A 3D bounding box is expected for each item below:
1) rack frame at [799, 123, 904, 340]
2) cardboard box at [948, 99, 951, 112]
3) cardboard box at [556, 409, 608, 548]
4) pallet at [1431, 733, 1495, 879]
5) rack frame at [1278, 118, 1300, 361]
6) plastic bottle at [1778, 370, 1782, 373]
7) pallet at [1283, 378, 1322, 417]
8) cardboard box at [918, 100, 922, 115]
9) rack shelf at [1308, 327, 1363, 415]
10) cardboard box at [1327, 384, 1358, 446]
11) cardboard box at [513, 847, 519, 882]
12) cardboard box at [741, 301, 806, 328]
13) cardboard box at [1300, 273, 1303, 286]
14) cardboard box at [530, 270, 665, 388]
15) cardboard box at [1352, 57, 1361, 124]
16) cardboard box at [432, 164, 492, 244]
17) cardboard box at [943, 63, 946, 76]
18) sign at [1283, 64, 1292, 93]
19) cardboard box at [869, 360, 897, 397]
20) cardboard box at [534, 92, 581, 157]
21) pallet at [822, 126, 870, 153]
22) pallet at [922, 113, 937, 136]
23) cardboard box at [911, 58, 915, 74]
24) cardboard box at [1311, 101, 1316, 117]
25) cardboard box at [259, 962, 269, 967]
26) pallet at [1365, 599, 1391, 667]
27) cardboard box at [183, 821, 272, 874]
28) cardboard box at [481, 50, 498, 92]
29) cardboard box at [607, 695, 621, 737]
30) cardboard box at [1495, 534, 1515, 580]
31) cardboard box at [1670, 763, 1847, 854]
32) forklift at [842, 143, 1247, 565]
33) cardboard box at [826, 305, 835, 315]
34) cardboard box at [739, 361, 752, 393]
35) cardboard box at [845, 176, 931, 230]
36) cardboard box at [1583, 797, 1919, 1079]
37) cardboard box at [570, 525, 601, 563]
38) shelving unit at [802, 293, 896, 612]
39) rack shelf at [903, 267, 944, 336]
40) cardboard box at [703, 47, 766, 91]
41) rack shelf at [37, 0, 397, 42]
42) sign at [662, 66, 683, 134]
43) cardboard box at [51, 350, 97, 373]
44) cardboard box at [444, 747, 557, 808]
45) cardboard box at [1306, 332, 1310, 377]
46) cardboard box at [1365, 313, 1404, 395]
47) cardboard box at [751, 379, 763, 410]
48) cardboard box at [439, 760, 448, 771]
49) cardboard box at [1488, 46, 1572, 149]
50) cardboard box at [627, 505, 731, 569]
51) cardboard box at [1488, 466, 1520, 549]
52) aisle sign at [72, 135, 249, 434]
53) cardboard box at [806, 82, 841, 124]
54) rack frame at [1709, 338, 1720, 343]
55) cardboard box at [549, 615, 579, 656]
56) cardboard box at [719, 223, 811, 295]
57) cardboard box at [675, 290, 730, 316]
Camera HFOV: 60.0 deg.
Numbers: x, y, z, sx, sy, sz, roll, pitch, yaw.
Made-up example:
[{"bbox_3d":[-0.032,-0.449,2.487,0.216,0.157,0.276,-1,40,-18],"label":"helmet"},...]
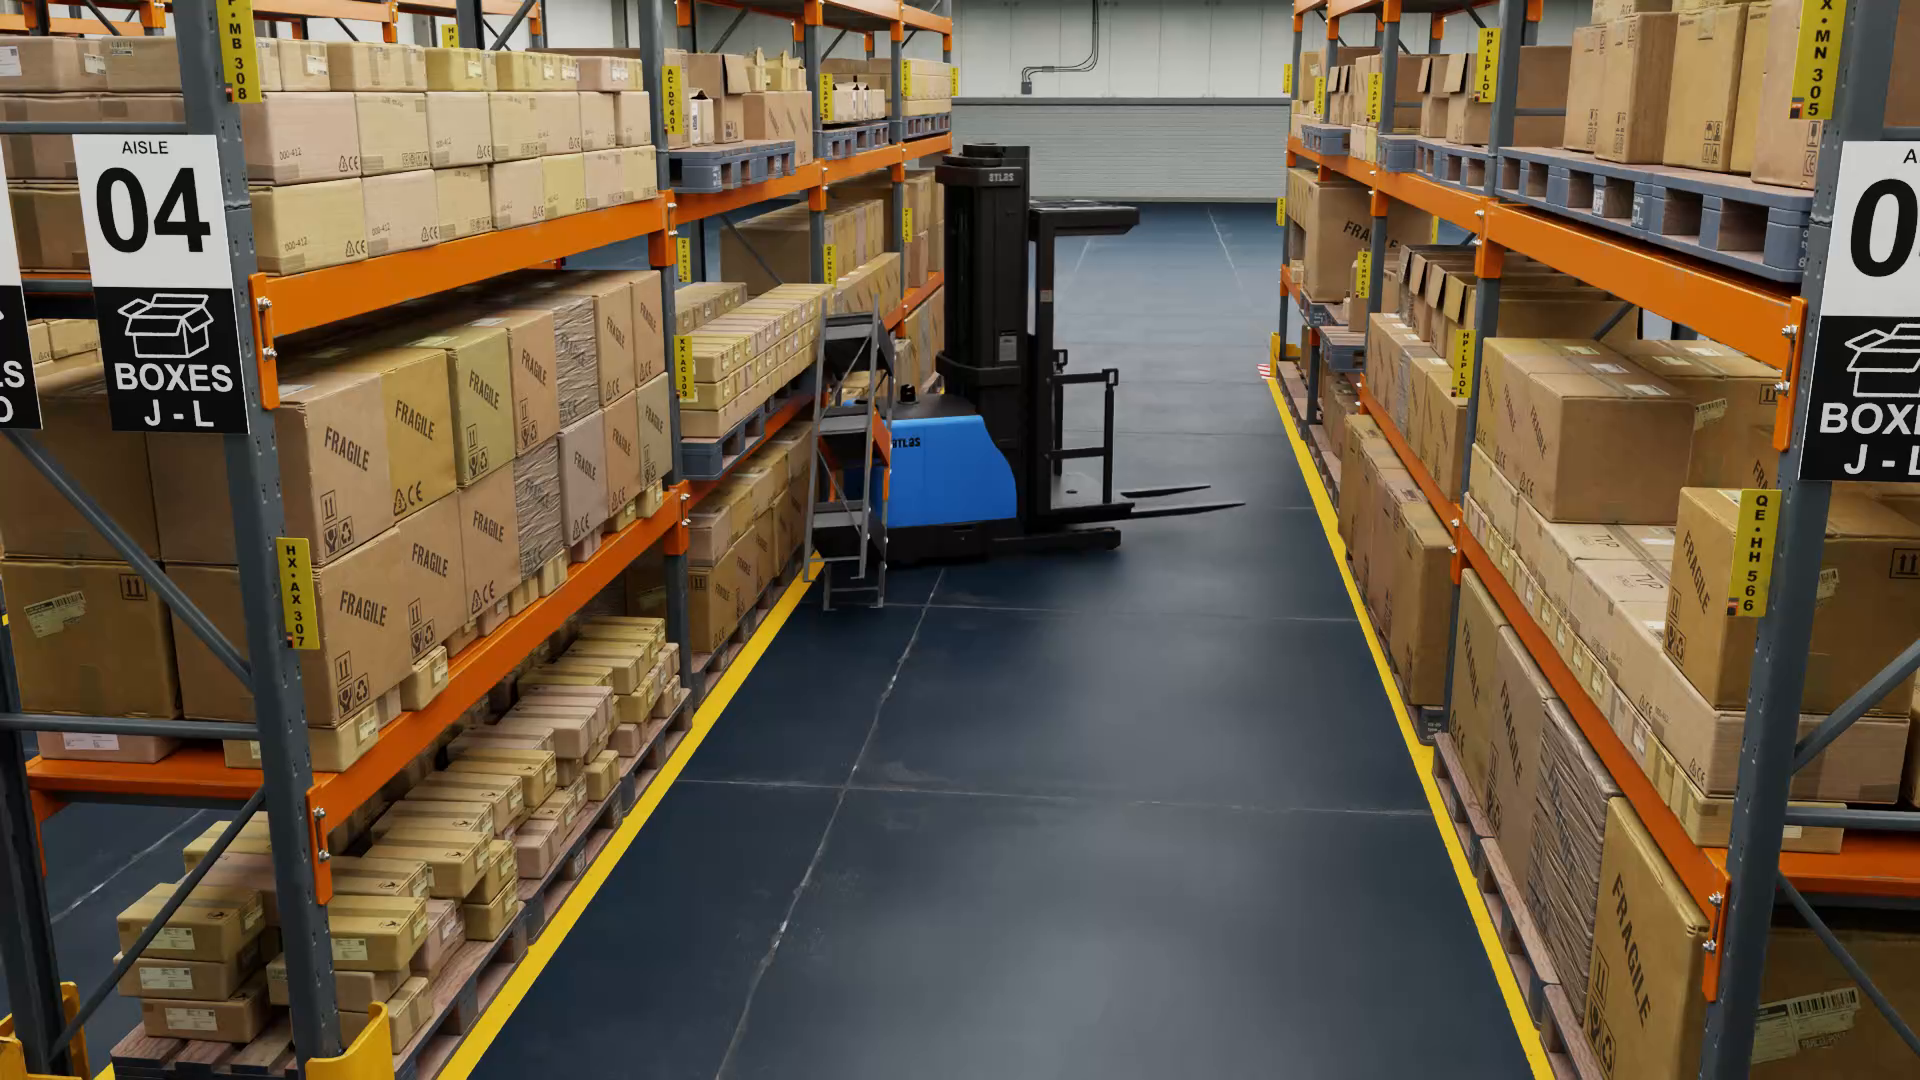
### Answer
[{"bbox_3d":[-1.057,-2.558,16.374,1.000,3.000,0.127,2,15,6],"label":"rack frame"},{"bbox_3d":[-0.306,-5.077,19.429,0.380,0.149,0.250,2,15,6],"label":"cardboard box"},{"bbox_3d":[-1.850,-0.277,7.180,0.500,0.500,0.500,2,15,6],"label":"cardboard box"},{"bbox_3d":[2.794,1.231,7.707,1.003,0.211,1.213,2,15,6],"label":"pallet"},{"bbox_3d":[4.312,-3.423,19.574,1.000,3.000,0.127,2,15,6],"label":"rack frame"},{"bbox_3d":[8.719,-1.711,17.628,0.097,0.271,0.097,0,15,0],"label":"plastic bottle"},{"bbox_3d":[4.036,-1.532,17.923,1.003,0.211,1.213,2,15,6],"label":"pallet"},{"bbox_3d":[-0.592,-4.417,16.988,0.380,0.149,0.250,1,15,5],"label":"cardboard box"},{"bbox_3d":[3.635,-1.519,13.913,1.077,0.370,4.000,2,15,6],"label":"rack shelf"},{"bbox_3d":[3.697,-1.109,14.964,0.700,0.500,0.500,2,15,6],"label":"cardboard box"},{"bbox_3d":[-1.992,1.335,6.636,0.380,0.149,0.250,2,15,6],"label":"cardboard box"},{"bbox_3d":[-1.227,-1.484,10.939,0.380,0.149,0.250,2,15,6],"label":"cardboard box"},{"bbox_3d":[3.776,-2.717,17.445,0.380,0.149,0.250,2,15,6],"label":"cardboard box"},{"bbox_3d":[-1.744,-1.027,8.038,0.500,0.500,0.500,1,15,4],"label":"cardboard box"},{"bbox_3d":[3.332,-3.478,12.882,0.500,0.500,0.500,2,15,7],"label":"cardboard box"},{"bbox_3d":[-1.997,-1.200,5.895,0.500,0.250,0.500,1,15,4],"label":"cardboard box"},{"bbox_3d":[-0.365,-5.329,18.835,0.380,0.149,0.250,2,15,7],"label":"cardboard box"},{"bbox_3d":[3.772,-5.309,19.127,0.100,0.325,0.005,2,15,6],"label":"sign"},{"bbox_3d":[-1.150,-1.261,15.083,1.050,0.750,0.750,2,15,6],"label":"cardboard box"},{"bbox_3d":[-1.883,-1.703,6.795,0.500,0.250,0.500,2,15,9],"label":"cardboard box"},{"bbox_3d":[-1.365,-3.336,13.867,1.003,0.211,1.213,2,15,9],"label":"pallet"},{"bbox_3d":[-0.814,-4.490,17.945,1.003,0.211,1.213,2,15,6],"label":"pallet"},{"bbox_3d":[-0.650,-4.671,16.401,0.380,0.149,0.250,2,15,6],"label":"cardboard box"},{"bbox_3d":[3.679,-4.253,16.420,0.380,0.149,0.250,1,15,5],"label":"cardboard box"},{"bbox_3d":[-2.630,1.516,5.967,0.380,0.149,0.250,2,15,8],"label":"cardboard box"},{"bbox_3d":[3.105,0.516,10.350,1.003,0.211,1.213,2,15,6],"label":"pallet"},{"bbox_3d":[-2.614,1.162,6.136,0.380,0.149,0.250,1,15,5],"label":"cardboard box"},{"bbox_3d":[-1.943,-1.734,6.148,0.380,0.149,0.250,2,15,8],"label":"cardboard box"},{"bbox_3d":[-1.836,0.841,7.893,0.380,0.149,0.250,2,15,7],"label":"cardboard box"},{"bbox_3d":[2.507,0.082,7.092,0.380,0.149,0.250,1,15,5],"label":"cardboard box"},{"bbox_3d":[2.219,0.746,4.637,0.380,0.149,0.250,2,15,7],"label":"cardboard box"},{"bbox_3d":[0.680,-1.442,12.381,3.031,2.935,1.130,-5,16,-18],"label":"forklift"},{"bbox_3d":[-1.111,-1.604,11.953,0.380,0.149,0.250,2,15,7],"label":"cardboard box"},{"bbox_3d":[-1.402,-0.931,9.464,0.380,0.149,0.250,2,15,8],"label":"cardboard box"},{"bbox_3d":[-0.785,-3.666,18.116,0.875,0.550,0.500,2,15,6],"label":"cardboard box"},{"bbox_3d":[2.499,1.382,5.072,0.875,0.875,0.875,2,15,6],"label":"cardboard box"},{"bbox_3d":[-1.824,-0.006,7.417,0.380,0.149,0.250,1,15,4],"label":"cardboard box"},{"bbox_3d":[-0.721,-0.600,11.075,0.431,2.100,0.503,-4,-25,11],"label":"shelving unit"},{"bbox_3d":[-0.831,-2.729,18.387,1.077,0.370,4.000,2,15,6],"label":"rack shelf"},{"bbox_3d":[-1.420,-2.939,10.381,0.396,0.266,0.258,2,15,6],"label":"cardboard box"},{"bbox_3d":[-6.212,-4.514,14.261,1.077,0.370,4.000,2,15,6],"label":"rack shelf"},{"bbox_3d":[-1.419,-2.166,8.190,0.100,0.325,0.005,2,15,6],"label":"sign"},{"bbox_3d":[-6.352,-1.166,11.513,0.500,0.250,0.500,2,15,6],"label":"cardboard box"},{"bbox_3d":[-1.885,0.973,6.834,0.380,0.149,0.250,2,15,7],"label":"cardboard box"},{"bbox_3d":[4.191,-2.101,18.671,0.500,0.500,0.500,6,16,21],"label":"cardboard box"},{"bbox_3d":[3.084,-1.278,11.451,0.500,0.500,0.500,2,15,8],"label":"cardboard box"},{"bbox_3d":[-1.371,-0.855,9.753,0.380,0.149,0.250,2,15,7],"label":"cardboard box"},{"bbox_3d":[-2.428,0.968,7.422,0.380,0.149,0.250,2,15,6],"label":"cardboard box"},{"bbox_3d":[3.013,-2.160,8.162,0.700,0.500,0.500,2,15,8],"label":"cardboard box"},{"bbox_3d":[-1.613,-0.025,9.555,0.500,0.250,0.500,1,15,4],"label":"cardboard box"},{"bbox_3d":[2.583,-0.139,7.146,0.500,0.250,0.500,2,15,6],"label":"cardboard box"},{"bbox_3d":[-2.121,-0.673,4.422,0.394,0.787,0.004,2,15,6],"label":"aisle sign"},{"bbox_3d":[-1.208,-3.357,12.760,0.500,0.311,0.500,2,15,6],"label":"cardboard box"},{"bbox_3d":[9.233,-3.277,19.034,1.000,3.000,0.127,2,15,6],"label":"rack frame"},{"bbox_3d":[-2.204,0.487,8.633,0.380,0.149,0.250,2,15,9],"label":"cardboard box"},{"bbox_3d":[-1.447,-2.167,12.824,0.700,0.500,0.500,2,15,6],"label":"cardboard box"},{"bbox_3d":[-1.812,-1.641,11.523,0.380,0.149,0.250,2,15,6],"label":"cardboard box"}]
